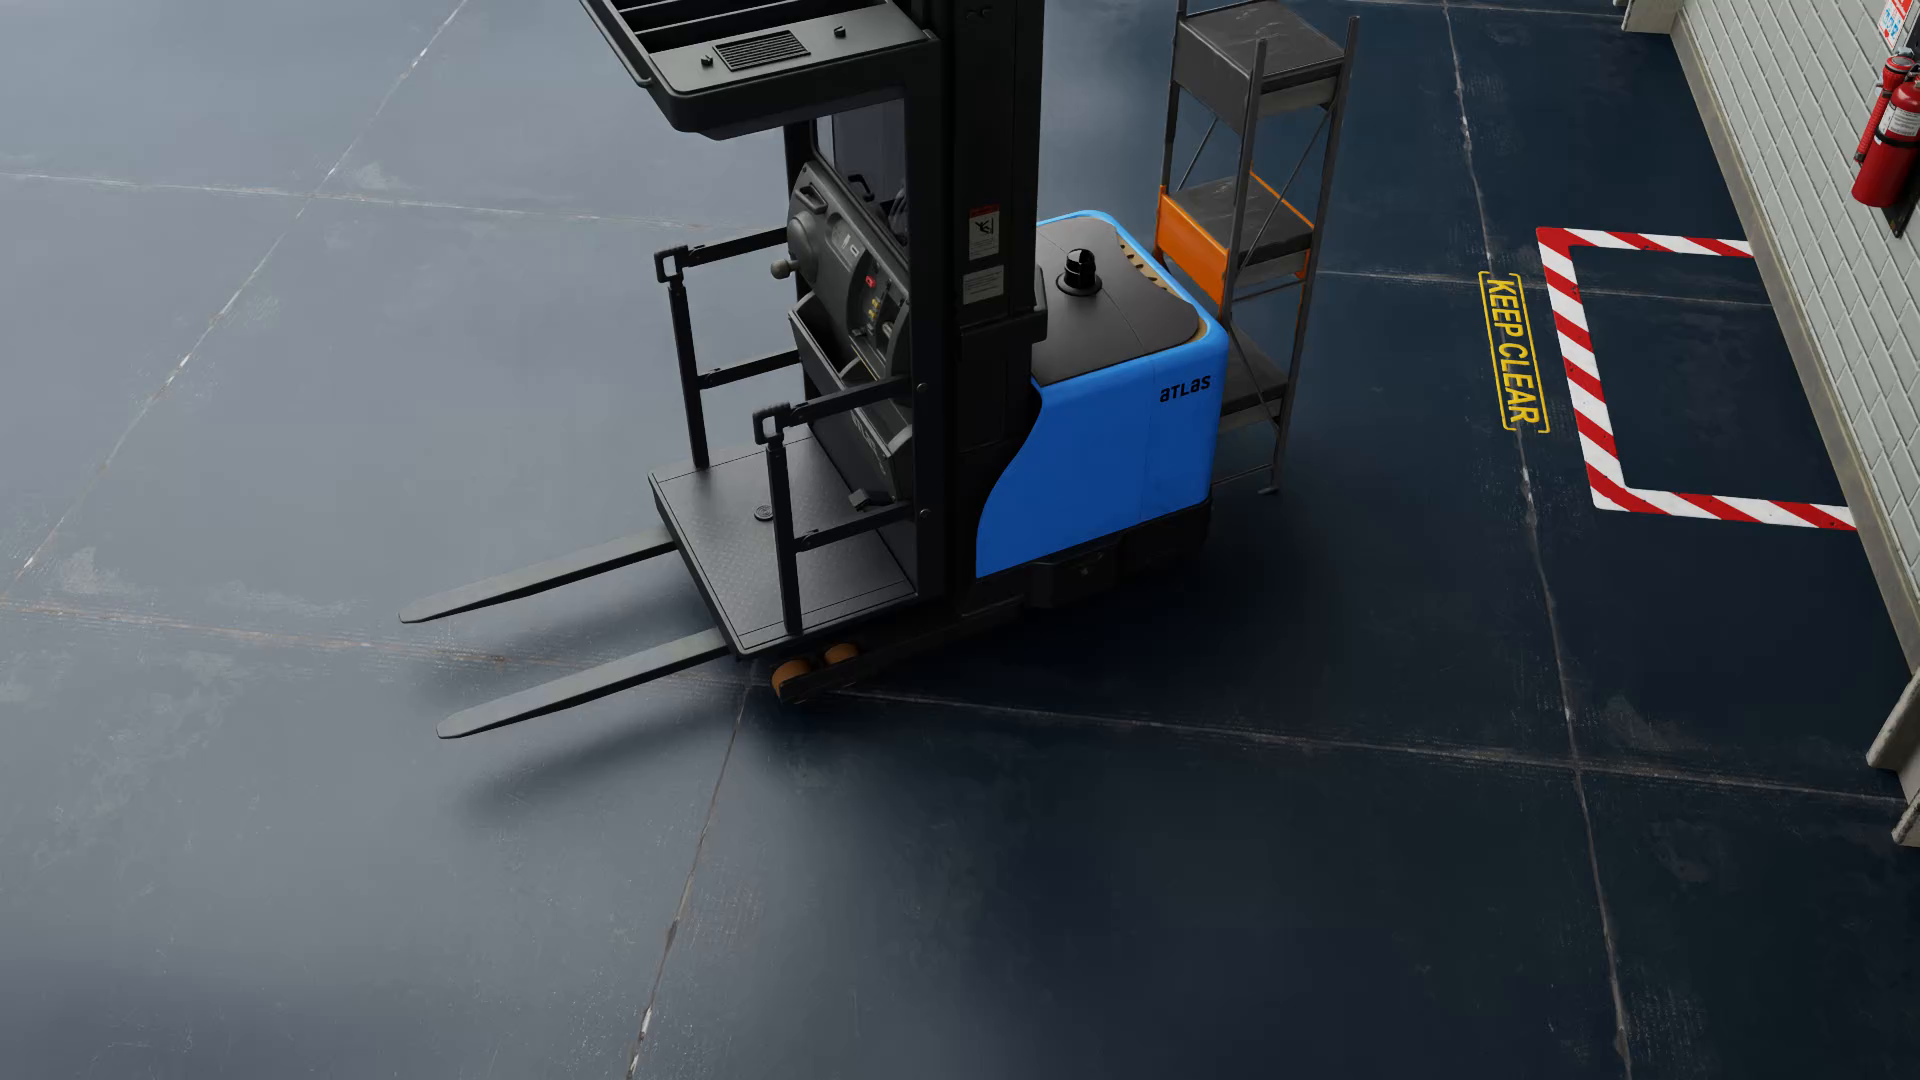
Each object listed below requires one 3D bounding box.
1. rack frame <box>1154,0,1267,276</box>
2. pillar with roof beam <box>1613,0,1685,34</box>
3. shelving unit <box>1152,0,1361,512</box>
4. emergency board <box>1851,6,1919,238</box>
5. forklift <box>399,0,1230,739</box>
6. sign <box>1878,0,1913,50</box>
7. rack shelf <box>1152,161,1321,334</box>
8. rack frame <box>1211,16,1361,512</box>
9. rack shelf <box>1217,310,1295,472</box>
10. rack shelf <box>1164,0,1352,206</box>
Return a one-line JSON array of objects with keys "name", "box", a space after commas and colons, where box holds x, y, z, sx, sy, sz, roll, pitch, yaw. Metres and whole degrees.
[{"name": "rack frame", "box": [0.939, -1.224, 6.516, 0.400, 2.100, 0.015, -18, 46, -18]}, {"name": "pillar with roof beam", "box": [-0.112, -6.834, 7.423, 9.100, 9.000, 0.400, 5, 44, 6]}, {"name": "shelving unit", "box": [1.044, -1.073, 6.356, 0.431, 2.100, 0.503, -18, 46, -18]}, {"name": "emergency board", "box": [3.727, -1.856, 6.529, 0.194, 1.169, 0.643, 5, 44, 6]}, {"name": "forklift", "box": [-0.566, -0.878, 5.546, 3.031, 2.935, 1.130, -18, 46, -18]}, {"name": "sign", "box": [3.902, -2.237, 6.904, 0.001, 0.329, 0.234, 5, 44, 6]}, {"name": "rack shelf", "box": [1.044, -1.063, 6.365, 0.431, 0.518, 0.480, -18, 46, -18]}, {"name": "rack frame", "box": [1.150, -0.922, 6.196, 0.400, 2.100, 0.015, -18, 46, -18]}, {"name": "rack shelf", "box": [1.044, -0.555, 6.847, 0.431, 0.518, 0.480, -18, 46, -18]}, {"name": "rack shelf", "box": [1.044, -1.571, 5.884, 0.431, 0.518, 0.480, -18, 46, -18]}]
